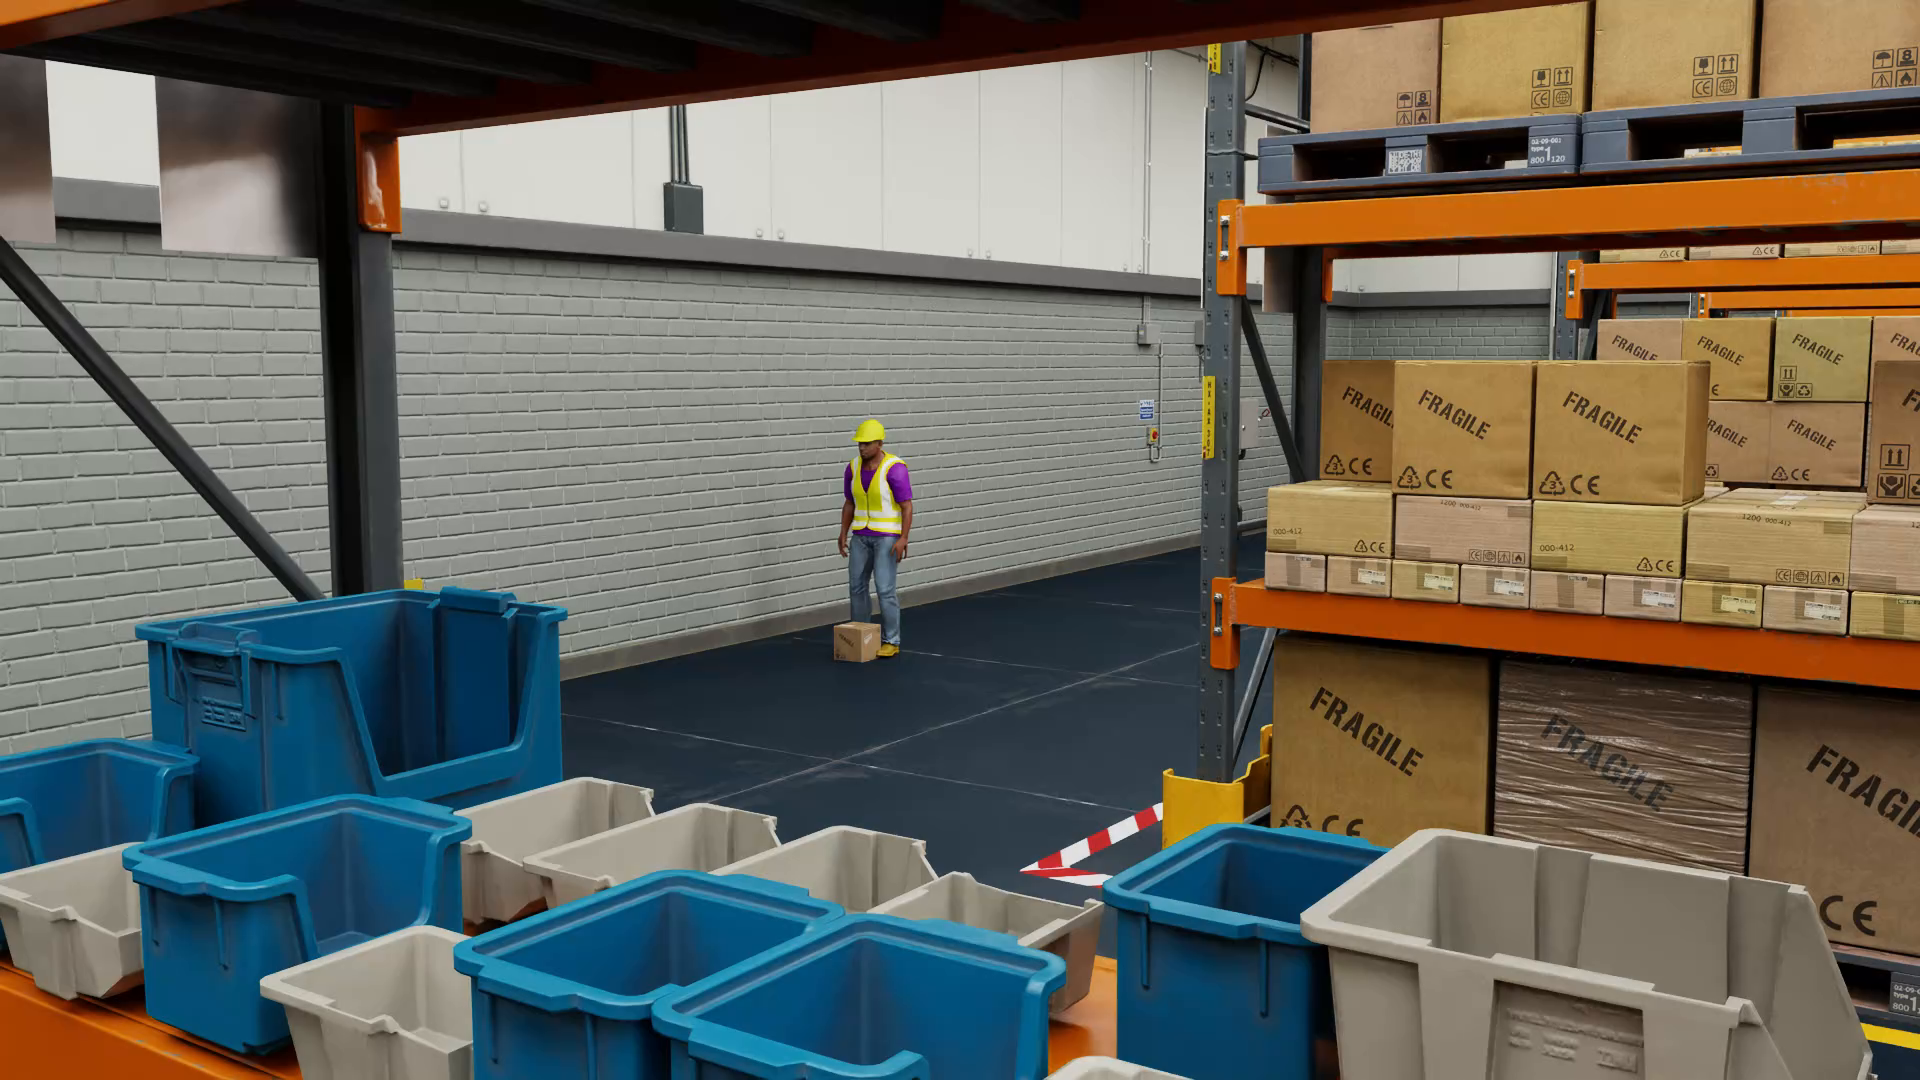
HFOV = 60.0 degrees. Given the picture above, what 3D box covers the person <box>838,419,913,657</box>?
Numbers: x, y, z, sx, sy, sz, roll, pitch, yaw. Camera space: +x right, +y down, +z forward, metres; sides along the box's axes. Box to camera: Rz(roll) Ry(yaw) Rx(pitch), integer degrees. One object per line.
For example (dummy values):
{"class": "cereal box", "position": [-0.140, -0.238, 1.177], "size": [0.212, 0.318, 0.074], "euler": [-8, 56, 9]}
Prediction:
{"class": "person", "position": [-0.644, -0.019, 12.376], "size": [0.626, 1.760, 0.461], "euler": [4, 7, 33]}
